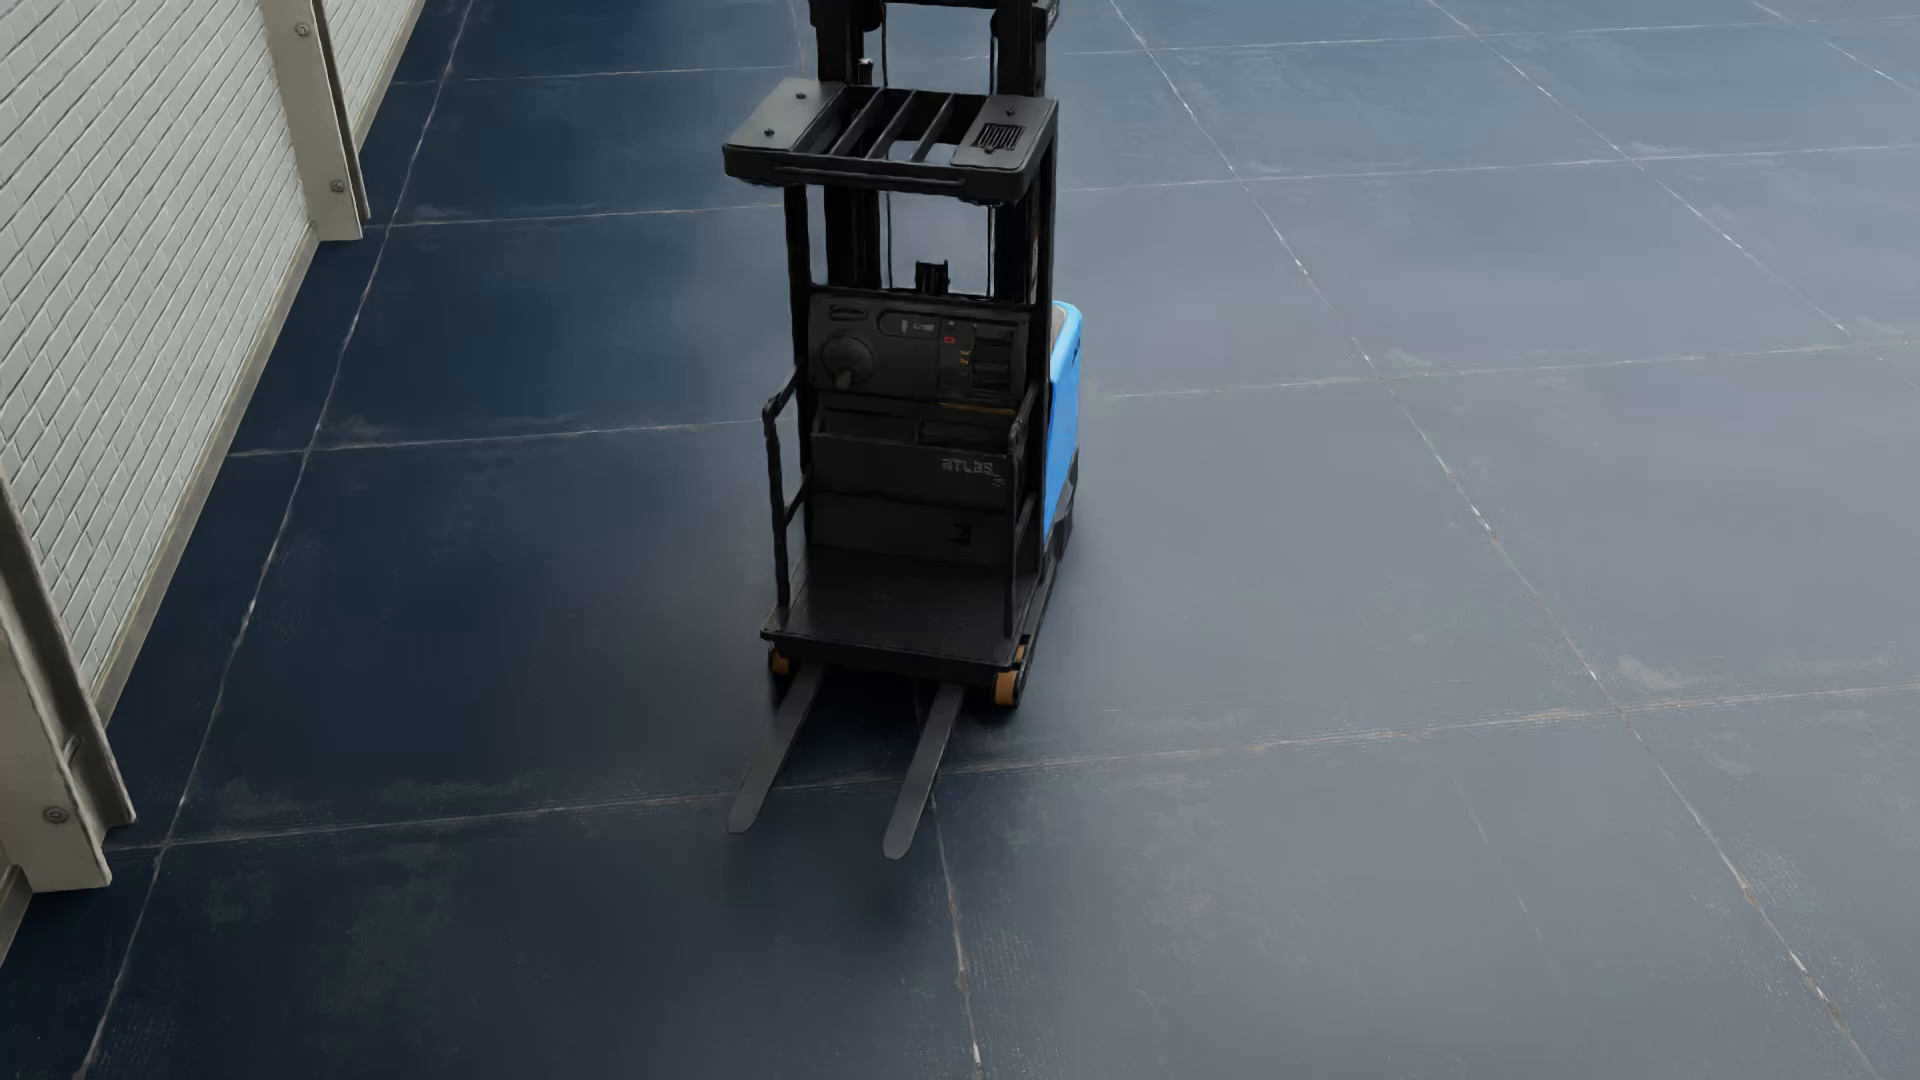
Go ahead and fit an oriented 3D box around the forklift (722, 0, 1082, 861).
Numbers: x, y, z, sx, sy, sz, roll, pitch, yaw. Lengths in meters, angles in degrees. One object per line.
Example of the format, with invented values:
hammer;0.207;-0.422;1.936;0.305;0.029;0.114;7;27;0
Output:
forklift;-0.220;-0.721;6.706;1.130;2.935;3.031;7;35;10

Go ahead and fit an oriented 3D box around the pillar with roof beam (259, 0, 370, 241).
pillar with roof beam;0.044;-6.176;9.322;9.100;9.000;0.400;-4;35;-6

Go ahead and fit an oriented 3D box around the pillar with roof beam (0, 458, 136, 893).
pillar with roof beam;0.851;-2.828;4.409;9.100;9.000;0.400;-4;35;-6
